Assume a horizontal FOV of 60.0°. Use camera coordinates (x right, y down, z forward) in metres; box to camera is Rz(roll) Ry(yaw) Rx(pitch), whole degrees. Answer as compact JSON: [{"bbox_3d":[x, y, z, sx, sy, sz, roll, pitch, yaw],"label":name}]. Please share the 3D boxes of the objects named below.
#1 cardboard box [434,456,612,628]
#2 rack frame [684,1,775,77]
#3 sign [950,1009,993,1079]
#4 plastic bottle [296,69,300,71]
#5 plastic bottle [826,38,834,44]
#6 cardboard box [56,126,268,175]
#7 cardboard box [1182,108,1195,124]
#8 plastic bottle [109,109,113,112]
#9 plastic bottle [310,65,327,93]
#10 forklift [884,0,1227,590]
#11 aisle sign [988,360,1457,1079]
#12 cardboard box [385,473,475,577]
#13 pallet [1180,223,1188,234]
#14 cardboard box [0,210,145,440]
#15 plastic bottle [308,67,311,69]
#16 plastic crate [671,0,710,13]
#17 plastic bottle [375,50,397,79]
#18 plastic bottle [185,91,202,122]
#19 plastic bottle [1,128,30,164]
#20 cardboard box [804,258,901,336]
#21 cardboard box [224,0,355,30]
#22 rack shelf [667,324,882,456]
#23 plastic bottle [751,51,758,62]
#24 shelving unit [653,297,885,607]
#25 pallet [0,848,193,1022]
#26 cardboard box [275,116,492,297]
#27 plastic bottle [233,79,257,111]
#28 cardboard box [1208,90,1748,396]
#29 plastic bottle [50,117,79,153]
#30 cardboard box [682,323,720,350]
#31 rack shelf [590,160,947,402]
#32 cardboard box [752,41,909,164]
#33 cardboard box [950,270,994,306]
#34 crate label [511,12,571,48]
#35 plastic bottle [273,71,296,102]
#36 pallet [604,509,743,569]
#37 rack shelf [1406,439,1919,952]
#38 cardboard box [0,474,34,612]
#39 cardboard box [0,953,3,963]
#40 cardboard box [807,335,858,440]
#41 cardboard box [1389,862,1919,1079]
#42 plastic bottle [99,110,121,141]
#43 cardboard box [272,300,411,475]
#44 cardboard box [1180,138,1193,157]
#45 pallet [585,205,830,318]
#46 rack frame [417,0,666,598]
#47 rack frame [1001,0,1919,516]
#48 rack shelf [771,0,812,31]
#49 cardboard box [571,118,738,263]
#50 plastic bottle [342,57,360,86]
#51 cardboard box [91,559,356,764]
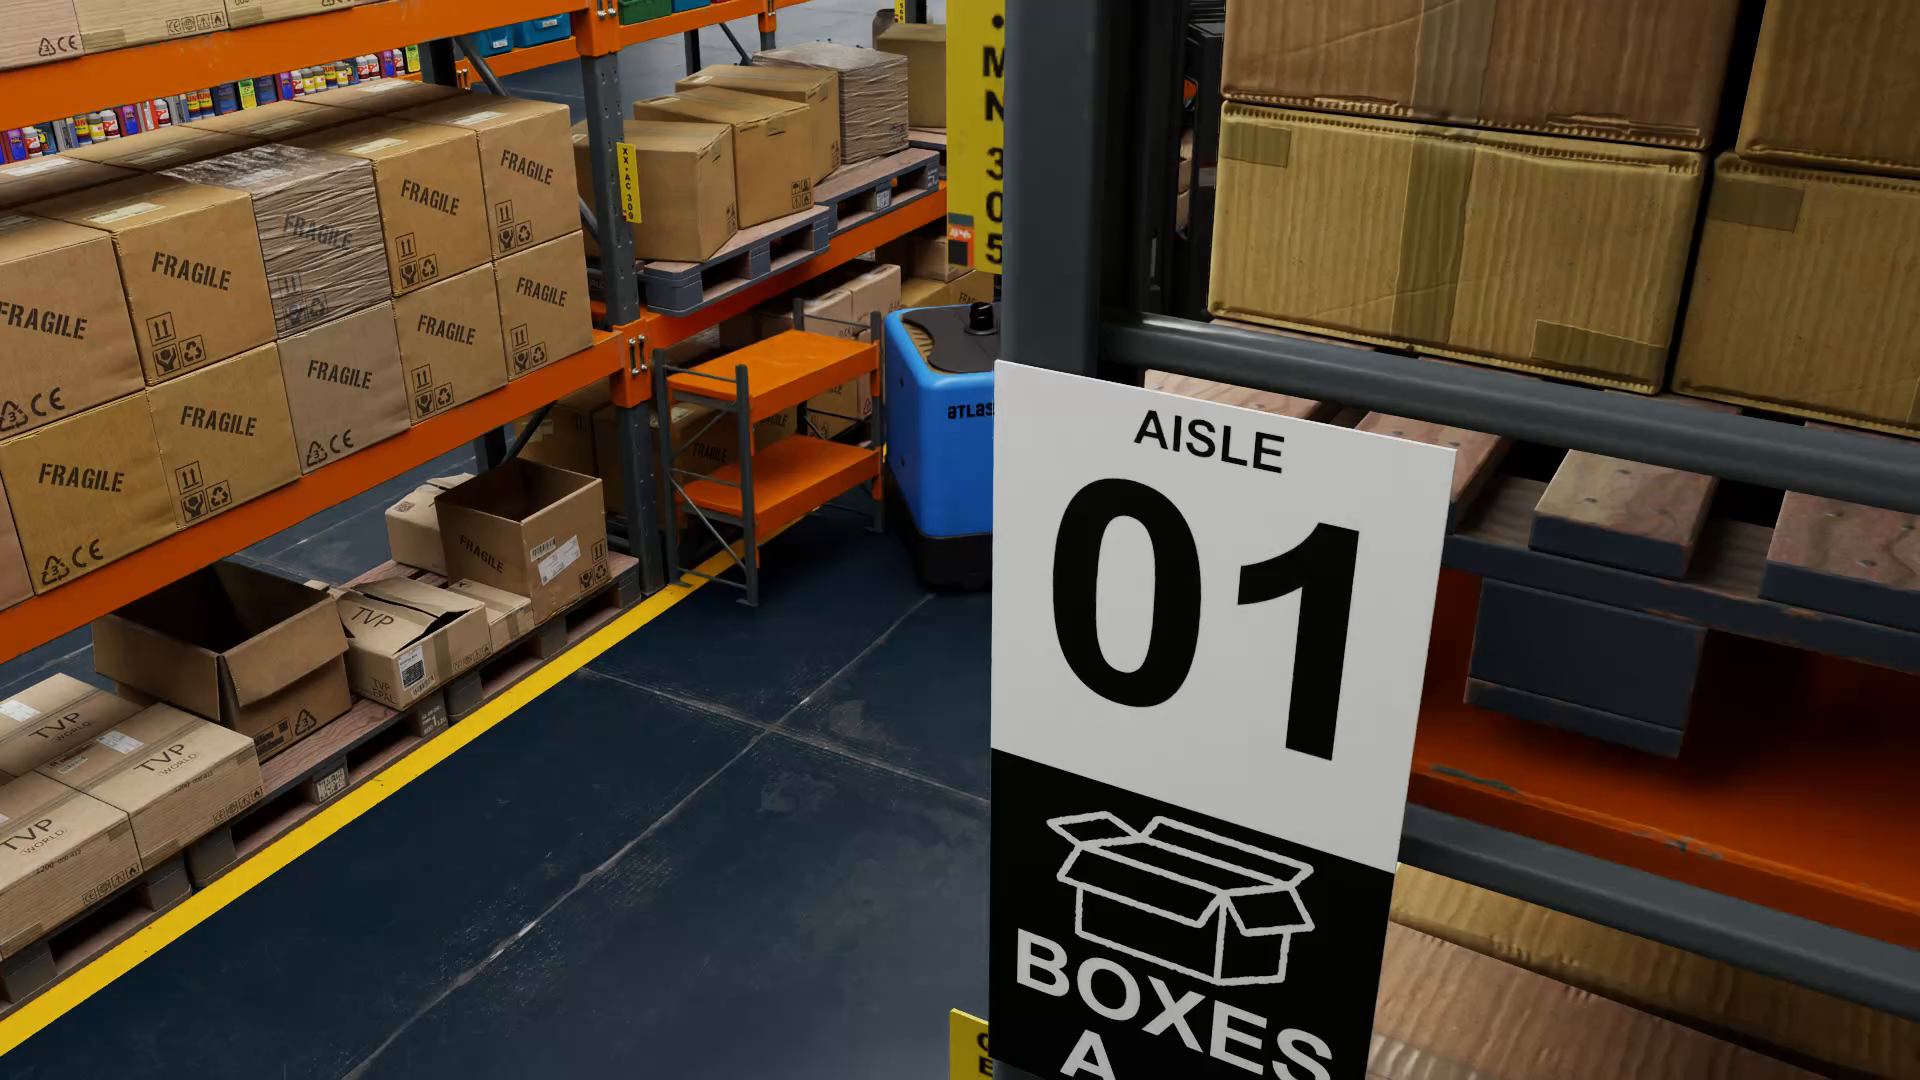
[{"bbox_3d":[-1.882,-0.001,7.201,0.500,0.500,0.500,14,30,26],"label":"cardboard box"},{"bbox_3d":[-2.224,-5.416,15.719,1.000,3.000,0.127,14,30,26],"label":"rack frame"},{"bbox_3d":[0.033,0.693,1.956,0.100,0.325,0.005,14,30,26],"label":"sign"},{"bbox_3d":[-4.795,-3.470,12.054,0.097,0.201,0.097,0,27,0],"label":"plastic bottle"},{"bbox_3d":[-1.419,-5.314,18.071,0.097,0.271,0.097,0,27,0],"label":"plastic bottle"},{"bbox_3d":[-2.832,-1.175,6.017,0.500,0.500,0.500,13,30,25],"label":"cardboard box"},{"bbox_3d":[1.667,-3.427,13.721,0.500,0.311,0.500,14,30,26],"label":"cardboard box"},{"bbox_3d":[-5.277,-2.734,10.499,0.152,0.276,0.135,14,30,26],"label":"plastic bottle"},{"bbox_3d":[-4.445,-3.196,11.506,0.097,0.201,0.097,0,27,0],"label":"plastic bottle"},{"bbox_3d":[1.189,-1.409,7.790,3.031,2.935,1.130,-6,27,-11],"label":"forklift"},{"bbox_3d":[0.202,0.242,1.512,0.394,0.787,0.004,14,30,26],"label":"aisle sign"},{"bbox_3d":[-2.243,-0.085,7.580,0.500,0.311,0.500,14,30,26],"label":"cardboard box"},{"bbox_3d":[1.159,-2.304,12.617,1.003,0.211,1.213,14,30,26],"label":"pallet"},{"bbox_3d":[-2.867,-0.653,4.975,0.500,0.500,0.500,15,30,27],"label":"cardboard box"},{"bbox_3d":[-4.814,-3.594,12.300,0.097,0.201,0.097,0,27,0],"label":"plastic bottle"},{"bbox_3d":[-2.495,-4.911,14.727,0.392,0.384,0.575,14,30,26],"label":"plastic crate"},{"bbox_3d":[-4.132,-3.464,11.949,0.061,0.283,0.133,14,30,26],"label":"plastic bottle"},{"bbox_3d":[-4.949,-2.828,10.692,0.097,0.271,0.097,0,27,0],"label":"plastic bottle"},{"bbox_3d":[-5.542,-2.347,9.718,0.061,0.283,0.133,14,30,26],"label":"plastic bottle"},{"bbox_3d":[-0.660,-1.341,9.041,0.500,0.250,0.500,14,30,25],"label":"cardboard box"},{"bbox_3d":[-2.350,-1.843,5.398,0.500,0.250,0.500,14,30,26],"label":"cardboard box"},{"bbox_3d":[-0.859,-0.710,7.676,0.538,0.278,1.000,14,26,29],"label":"rack shelf"},{"bbox_3d":[-2.063,-4.818,16.991,0.144,0.351,0.185,13,29,24],"label":"plastic bottle"},{"bbox_3d":[-0.860,-0.440,7.790,0.538,1.125,1.048,14,26,29],"label":"shelving unit"},{"bbox_3d":[-3.387,1.259,5.499,1.003,0.211,1.213,14,30,26],"label":"pallet"},{"bbox_3d":[-2.121,-1.244,6.155,0.500,0.500,0.500,14,30,25],"label":"cardboard box"},{"bbox_3d":[-4.738,-2.984,10.991,0.061,0.283,0.133,14,30,26],"label":"plastic bottle"},{"bbox_3d":[0.628,-0.409,1.951,0.500,0.250,0.500,15,30,28],"label":"cardboard box"},{"bbox_3d":[-5.420,-2.482,9.996,0.152,0.276,0.135,14,30,26],"label":"plastic bottle"},{"bbox_3d":[-1.358,-0.927,9.051,0.500,0.500,0.500,15,30,27],"label":"cardboard box"},{"bbox_3d":[-0.864,-1.664,9.027,1.077,0.370,4.000,14,30,26],"label":"rack shelf"},{"bbox_3d":[-0.708,-2.413,9.138,0.700,0.500,0.500,21,33,35],"label":"cardboard box"},{"bbox_3d":[-0.136,-1.428,10.052,0.500,0.500,0.500,15,30,28],"label":"cardboard box"},{"bbox_3d":[-3.467,-4.201,13.251,0.502,0.435,0.616,14,30,26],"label":"crate label"},{"bbox_3d":[-4.581,-3.108,11.238,0.061,0.283,0.133,14,30,26],"label":"plastic bottle"},{"bbox_3d":[-1.481,-0.285,8.583,1.003,0.211,1.213,14,30,26],"label":"pallet"},{"bbox_3d":[1.482,-0.357,3.065,1.077,0.370,4.000,14,30,26],"label":"rack shelf"},{"bbox_3d":[-3.119,-0.009,4.806,0.500,0.500,0.500,14,30,26],"label":"cardboard box"},{"bbox_3d":[-3.188,1.238,5.100,0.380,0.166,0.250,14,30,26],"label":"cardboard box"},{"bbox_3d":[-0.893,-0.823,8.845,0.500,0.500,0.500,15,30,27],"label":"cardboard box"},{"bbox_3d":[1.089,0.821,2.924,0.980,0.700,0.700,14,30,26],"label":"cardboard box"},{"bbox_3d":[-5.243,-2.564,10.242,0.097,0.201,0.097,0,27,0],"label":"plastic bottle"},{"bbox_3d":[-2.374,-0.598,5.981,0.500,0.500,0.500,15,30,27],"label":"cardboard box"},{"bbox_3d":[1.639,-2.914,12.696,0.500,0.311,0.500,14,30,26],"label":"cardboard box"},{"bbox_3d":[-1.360,-1.408,7.926,1.003,0.211,1.213,14,30,26],"label":"pallet"},{"bbox_3d":[-1.848,-1.206,7.309,1.000,3.000,0.127,14,30,26],"label":"rack frame"},{"bbox_3d":[0.499,-1.241,0.675,1.000,3.000,0.127,14,30,26],"label":"rack frame"},{"bbox_3d":[-1.240,-5.874,17.437,1.077,0.370,4.000,14,30,26],"label":"rack shelf"},{"bbox_3d":[-1.421,-1.574,7.463,0.700,0.500,0.500,4,27,9],"label":"cardboard box"},{"bbox_3d":[-4.301,-3.341,11.718,0.097,0.271,0.097,0,27,0],"label":"plastic bottle"},{"bbox_3d":[-2.768,0.447,6.304,0.797,0.503,0.637,14,30,26],"label":"cardboard box"}]
